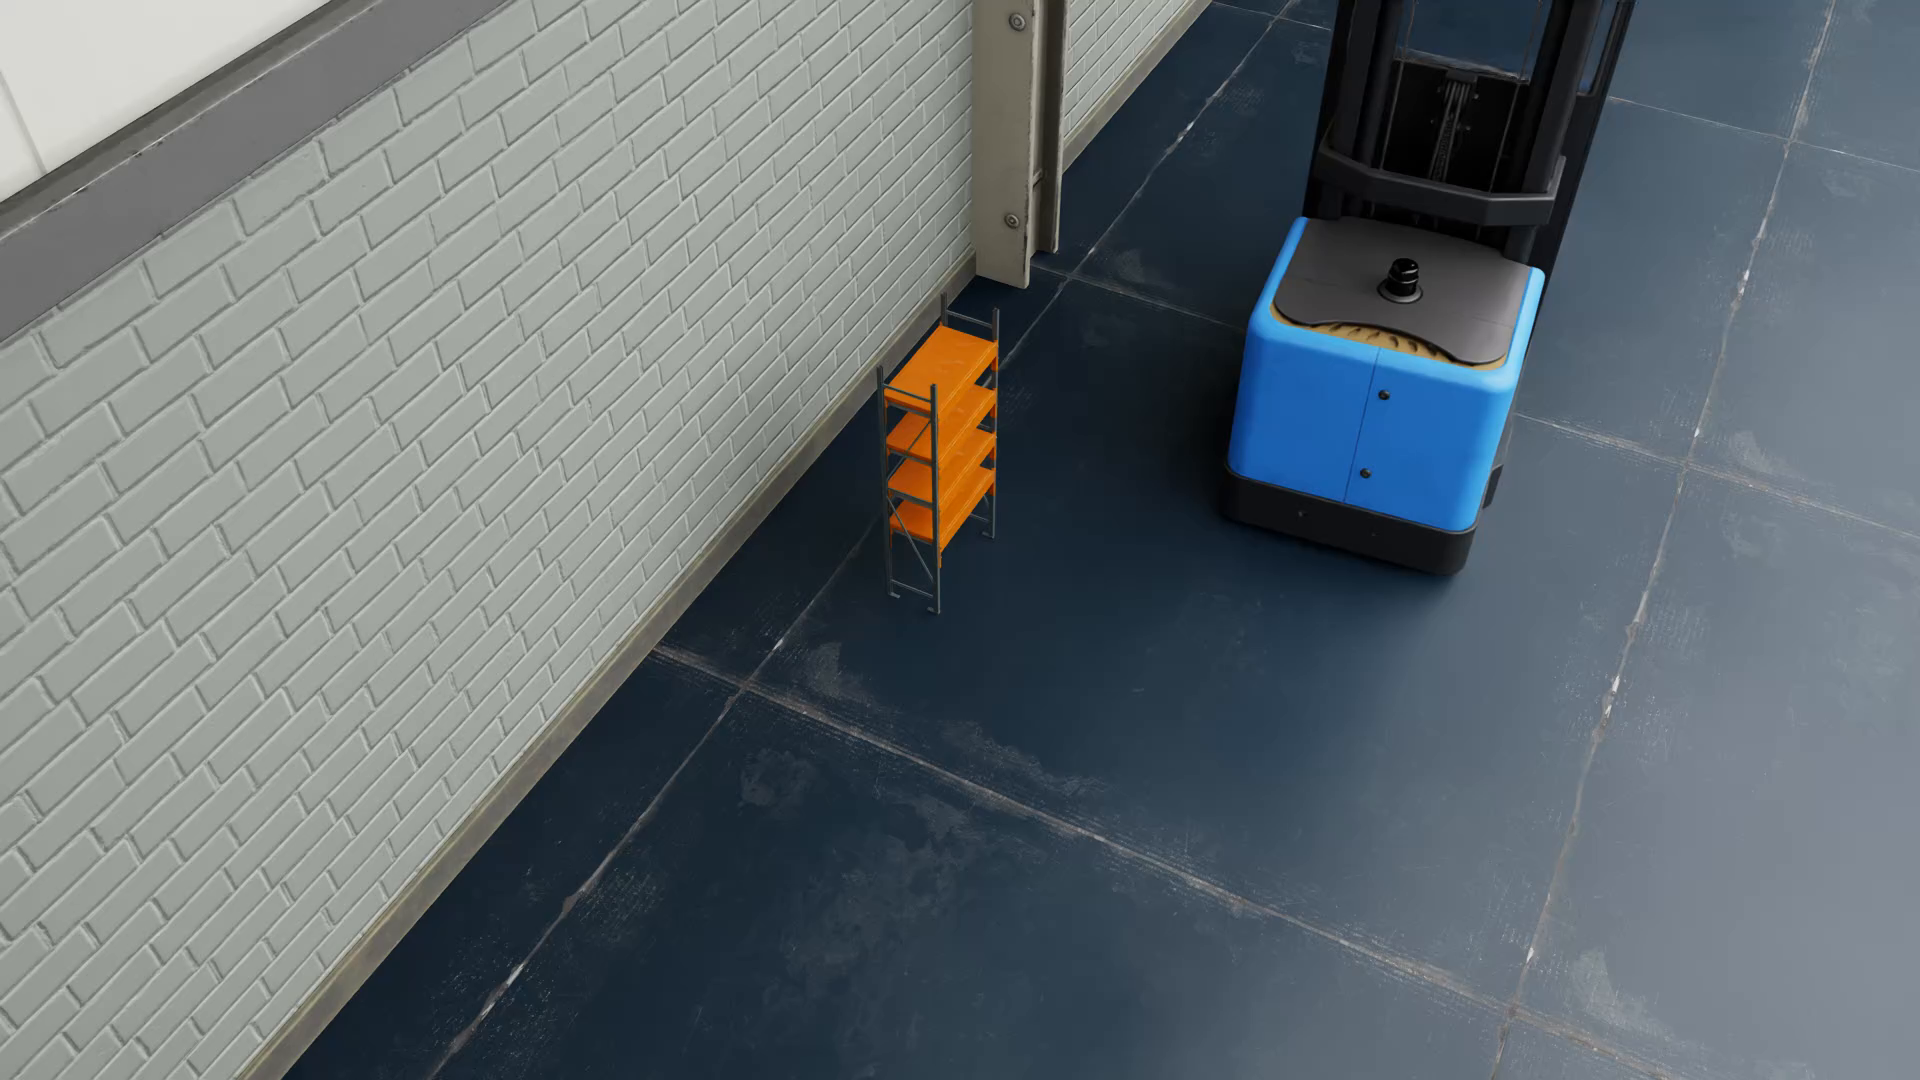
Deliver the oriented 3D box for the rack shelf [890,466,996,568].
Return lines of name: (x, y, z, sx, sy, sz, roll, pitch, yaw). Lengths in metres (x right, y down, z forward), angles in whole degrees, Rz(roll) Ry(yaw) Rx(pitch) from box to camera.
rack shelf: (-0.077, -0.131, 6.689, 0.258, 0.148, 0.480, 20, 49, 19)

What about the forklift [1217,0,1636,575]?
forklift: (2.118, -1.951, 6.898, 1.130, 2.935, 3.031, 16, 48, 15)

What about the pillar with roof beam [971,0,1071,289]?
pillar with roof beam: (4.089, -3.163, 3.829, 9.100, 9.000, 0.400, 20, 49, 19)

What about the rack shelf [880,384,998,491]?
rack shelf: (-0.077, -0.427, 6.389, 0.258, 0.148, 0.480, 20, 49, 19)

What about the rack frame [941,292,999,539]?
rack frame: (0.036, -0.471, 6.652, 0.240, 1.200, 0.015, 20, 49, 19)

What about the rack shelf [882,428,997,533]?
rack shelf: (-0.077, -0.270, 6.548, 0.258, 0.148, 0.480, 20, 49, 19)

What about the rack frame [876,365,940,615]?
rack frame: (-0.190, -0.164, 6.348, 0.240, 1.200, 0.015, 20, 49, 19)

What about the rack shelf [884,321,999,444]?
rack shelf: (-0.077, -0.594, 6.221, 0.258, 0.148, 0.480, 20, 49, 19)

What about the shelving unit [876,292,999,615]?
shelving unit: (-0.077, -0.317, 6.500, 0.258, 1.200, 0.503, 20, 49, 19)
